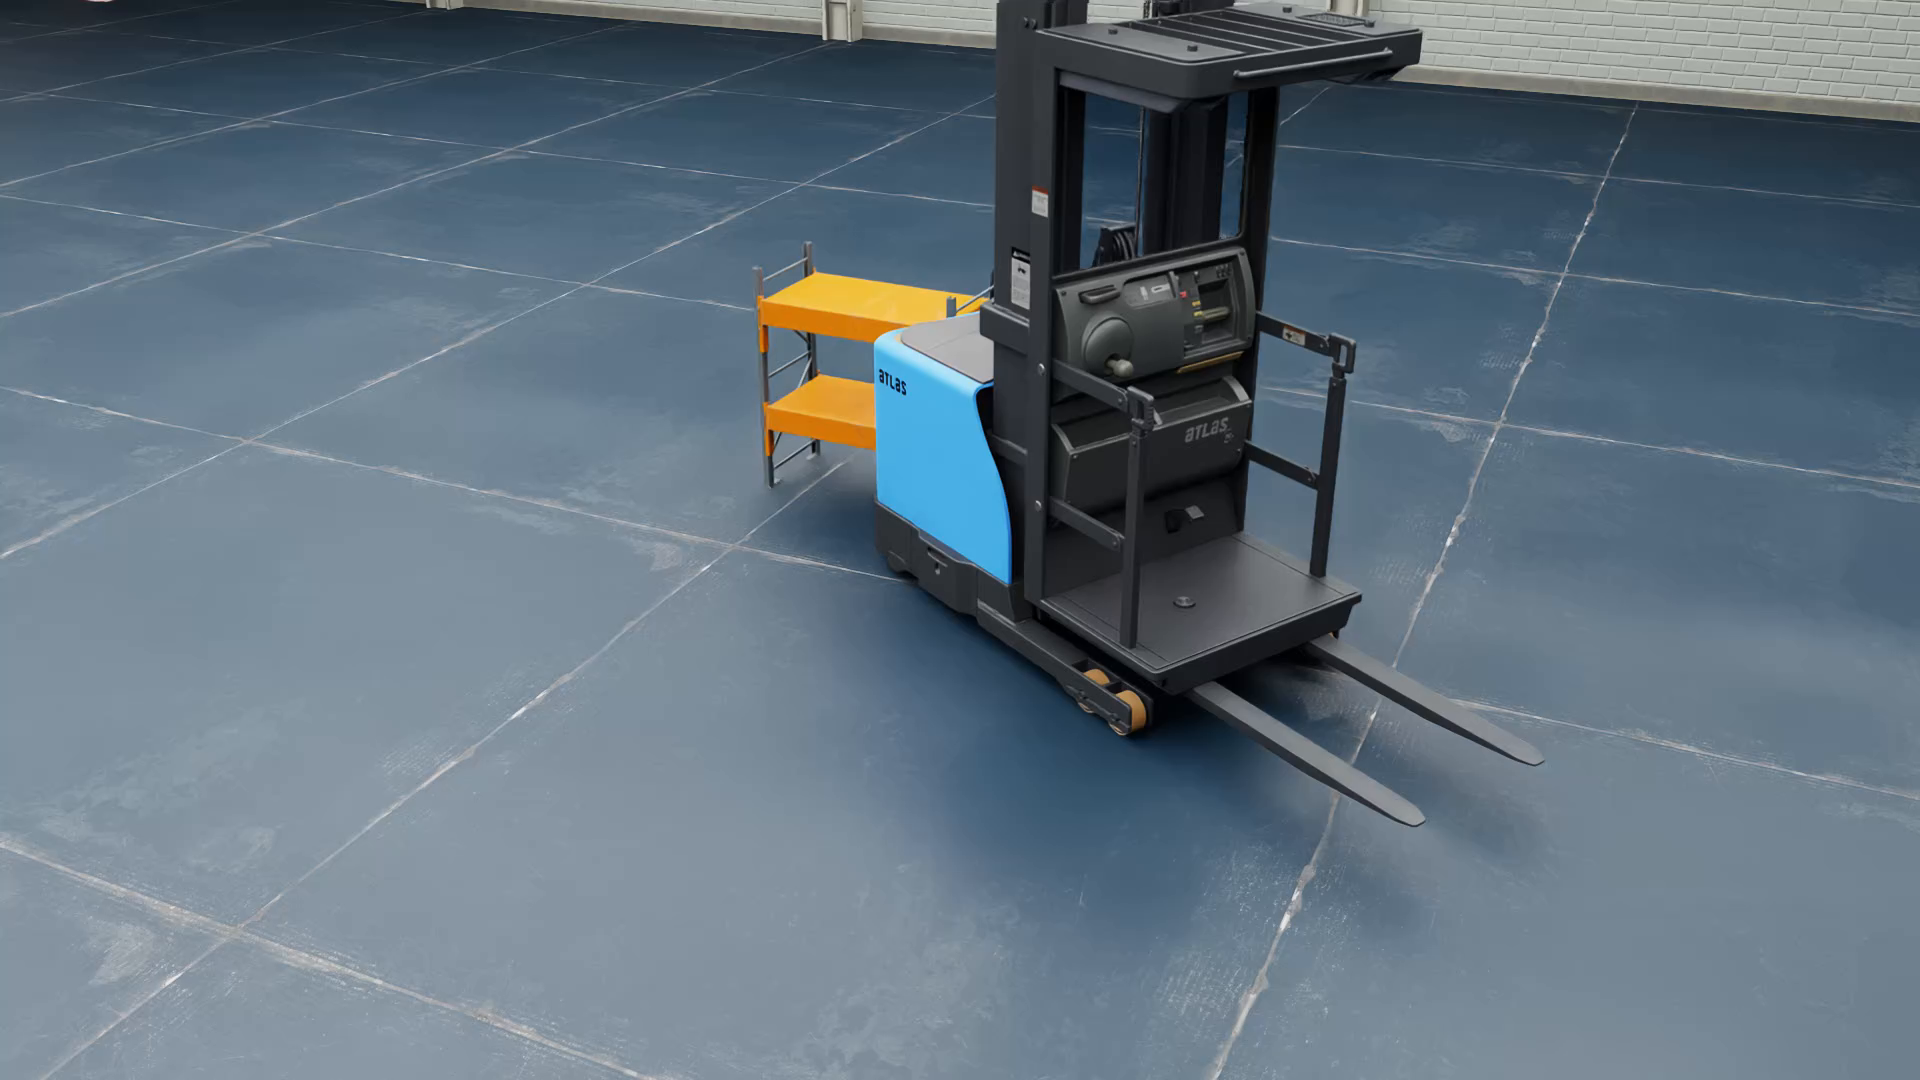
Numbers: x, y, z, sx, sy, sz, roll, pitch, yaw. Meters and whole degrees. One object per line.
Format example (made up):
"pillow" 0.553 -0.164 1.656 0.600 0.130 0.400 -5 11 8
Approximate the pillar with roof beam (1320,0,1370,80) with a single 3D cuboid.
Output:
"pillar with roof beam" 2.273 -7.232 12.252 0.400 9.000 9.100 11 28 22

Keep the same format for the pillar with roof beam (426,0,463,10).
"pillar with roof beam" -8.650 -9.426 16.708 0.400 9.000 9.100 11 28 22

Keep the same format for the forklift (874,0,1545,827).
"forklift" 0.871 -0.823 6.102 1.130 2.935 3.031 -17 31 -31

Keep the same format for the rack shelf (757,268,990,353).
"rack shelf" -0.394 -1.027 7.899 1.000 0.278 0.538 12 29 23

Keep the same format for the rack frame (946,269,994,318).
"rack frame" 0.062 -0.665 7.827 0.032 1.125 0.500 12 29 23

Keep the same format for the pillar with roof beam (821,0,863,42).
"pillar with roof beam" -3.189 -8.329 14.480 0.400 9.000 9.100 11 28 22

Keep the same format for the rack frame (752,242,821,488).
"rack frame" -0.850 -0.863 8.230 0.032 1.125 0.500 12 29 23

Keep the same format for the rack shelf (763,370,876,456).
"rack shelf" -0.394 -0.545 8.137 1.000 0.278 0.538 12 29 23

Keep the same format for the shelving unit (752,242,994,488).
"shelving unit" -0.394 -0.764 8.029 1.048 1.125 0.538 12 29 23
